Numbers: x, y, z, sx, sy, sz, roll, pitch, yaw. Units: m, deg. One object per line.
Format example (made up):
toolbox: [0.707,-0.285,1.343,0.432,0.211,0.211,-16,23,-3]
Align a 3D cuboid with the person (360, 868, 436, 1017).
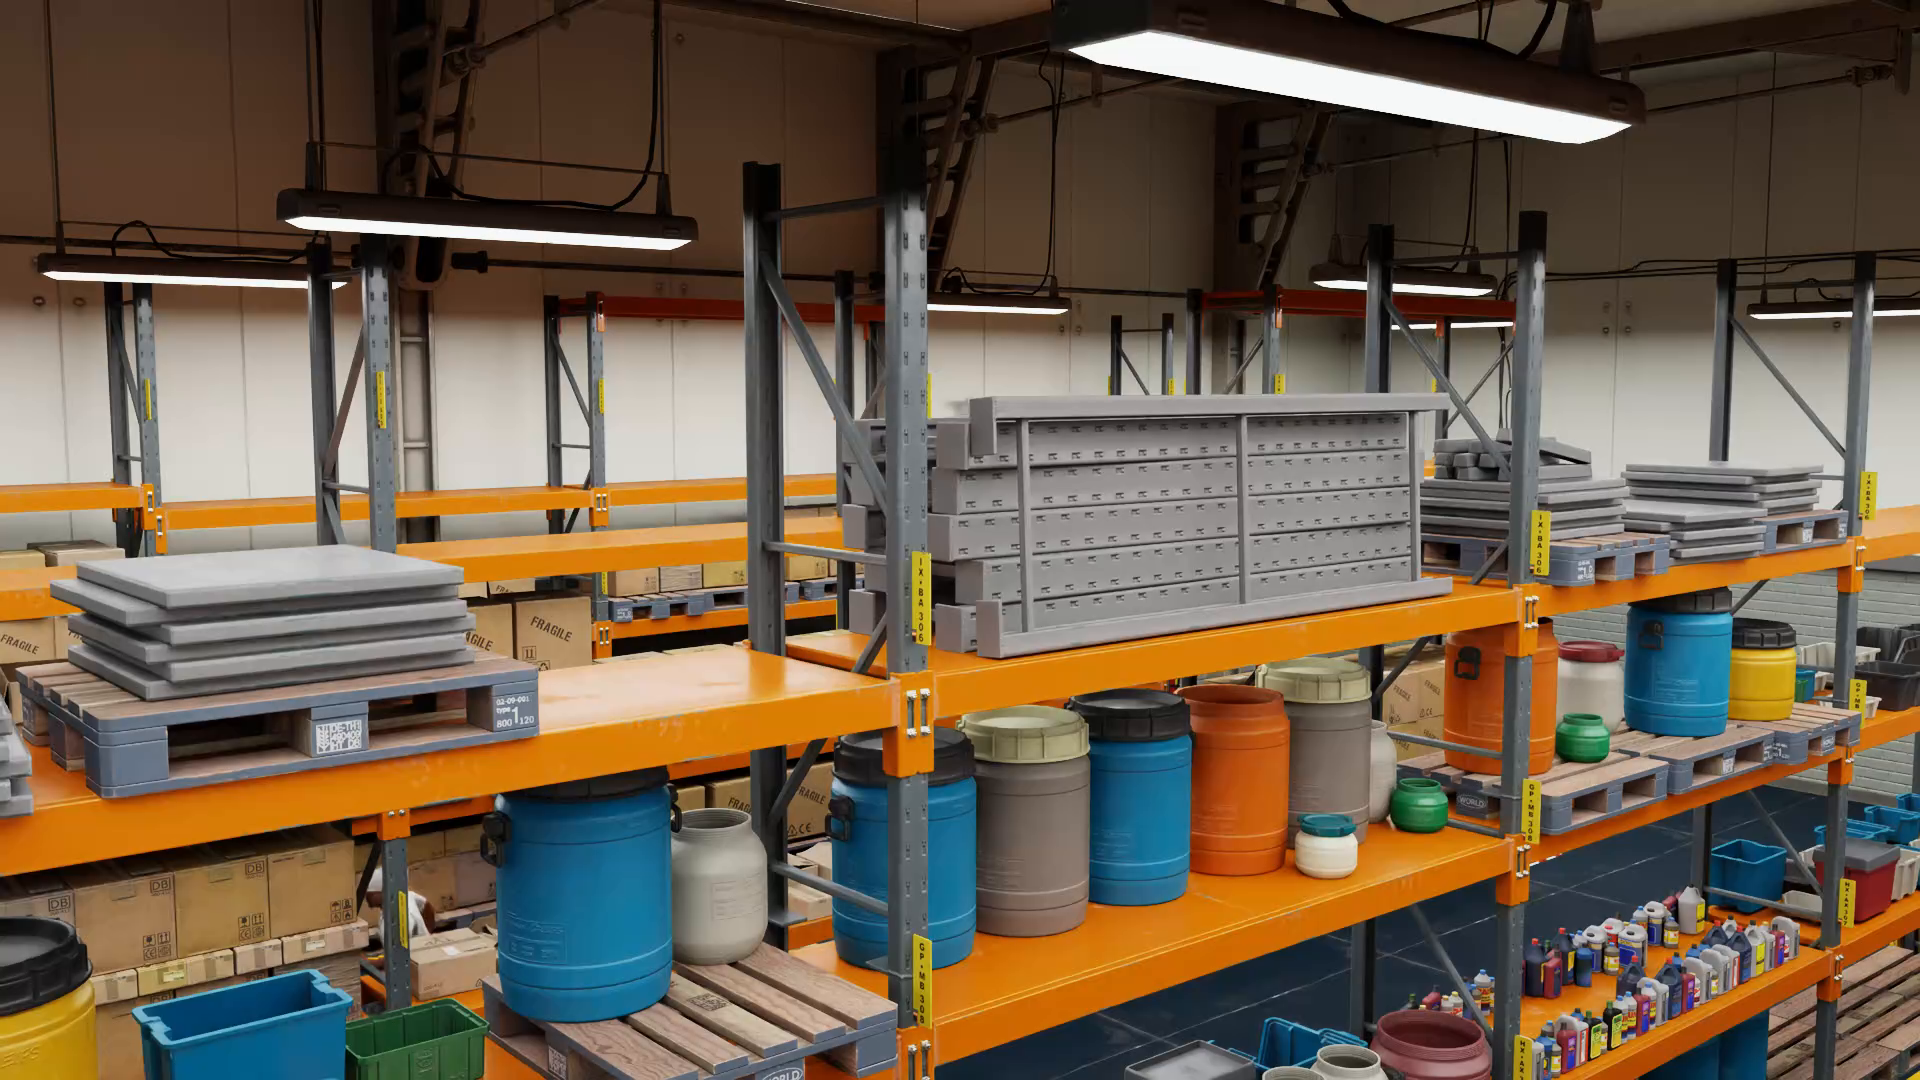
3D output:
person: [-4.049,3.164,12.201,0.969,1.623,0.728,-3,6,-30]
